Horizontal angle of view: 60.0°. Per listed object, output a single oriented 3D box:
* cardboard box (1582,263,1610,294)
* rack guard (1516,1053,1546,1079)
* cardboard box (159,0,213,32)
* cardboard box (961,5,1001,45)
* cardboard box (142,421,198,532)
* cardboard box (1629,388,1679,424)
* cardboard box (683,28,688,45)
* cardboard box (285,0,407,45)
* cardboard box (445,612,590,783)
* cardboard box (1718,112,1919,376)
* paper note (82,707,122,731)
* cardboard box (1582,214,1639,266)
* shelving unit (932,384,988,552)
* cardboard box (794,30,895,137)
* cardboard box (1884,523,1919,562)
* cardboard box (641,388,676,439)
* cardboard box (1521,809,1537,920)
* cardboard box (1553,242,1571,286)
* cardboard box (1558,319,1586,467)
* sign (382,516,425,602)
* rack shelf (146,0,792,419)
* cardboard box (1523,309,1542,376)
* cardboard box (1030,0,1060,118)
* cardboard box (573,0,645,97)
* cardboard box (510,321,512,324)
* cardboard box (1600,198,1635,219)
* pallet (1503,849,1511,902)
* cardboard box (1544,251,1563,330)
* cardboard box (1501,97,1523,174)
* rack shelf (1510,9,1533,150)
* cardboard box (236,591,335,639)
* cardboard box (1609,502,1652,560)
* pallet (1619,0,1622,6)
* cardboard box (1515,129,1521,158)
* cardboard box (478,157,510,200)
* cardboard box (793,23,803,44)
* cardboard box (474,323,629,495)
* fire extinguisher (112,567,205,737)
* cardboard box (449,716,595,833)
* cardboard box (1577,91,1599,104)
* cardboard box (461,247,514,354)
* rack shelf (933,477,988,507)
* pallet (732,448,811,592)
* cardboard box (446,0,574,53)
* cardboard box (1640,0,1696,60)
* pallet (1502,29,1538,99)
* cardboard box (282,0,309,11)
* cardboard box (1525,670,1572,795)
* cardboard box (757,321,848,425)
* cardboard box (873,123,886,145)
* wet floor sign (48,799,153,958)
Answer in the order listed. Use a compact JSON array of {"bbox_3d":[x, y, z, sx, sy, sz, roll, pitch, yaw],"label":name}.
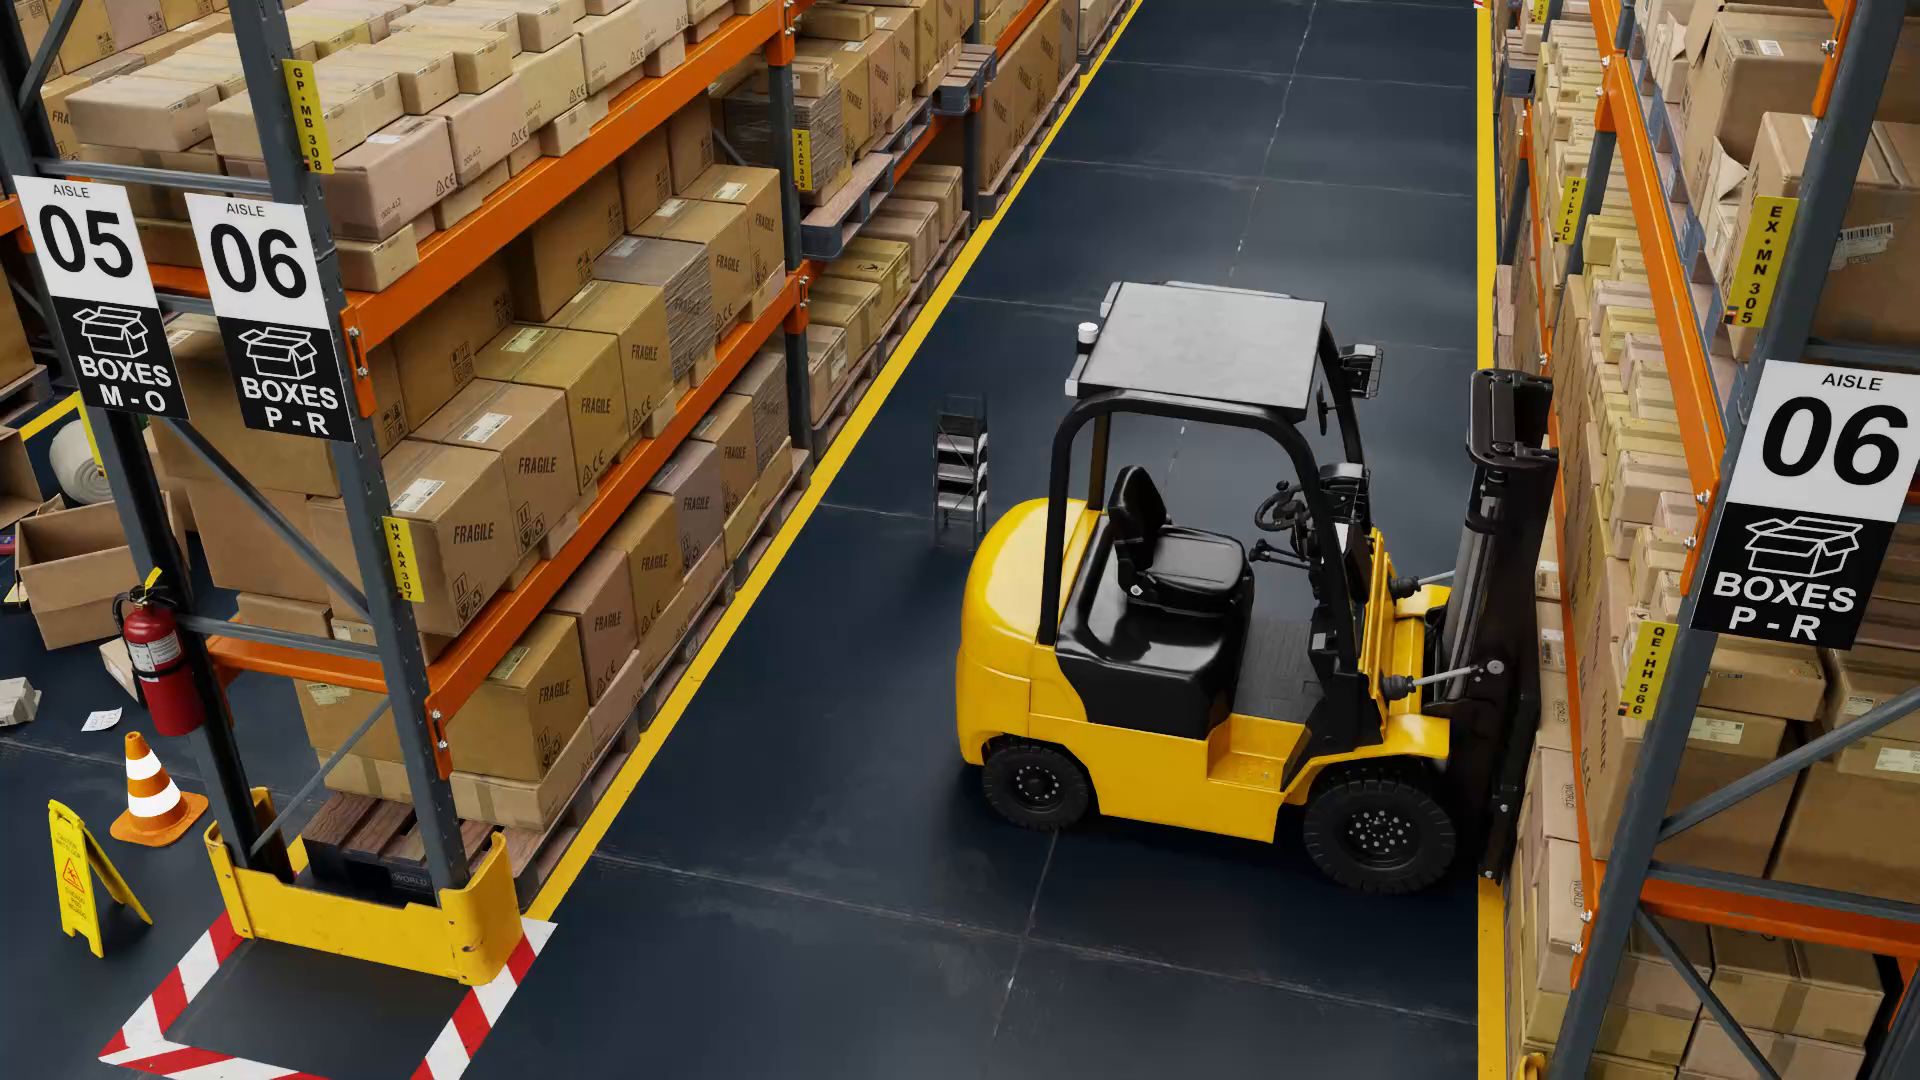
[{"bbox_3d":[3.099,-1.231,7.692,0.380,0.149,0.250,8,33,12],"label":"cardboard box"},{"bbox_3d":[2.413,2.099,5.483,1.175,0.500,0.348,8,33,12],"label":"rack guard"},{"bbox_3d":[-5.674,-3.853,11.490,0.700,0.500,0.500,8,33,12],"label":"cardboard box"},{"bbox_3d":[0.015,-3.950,12.808,0.500,0.250,0.500,7,33,12],"label":"cardboard box"},{"bbox_3d":[-4.157,-0.389,9.266,0.797,0.637,0.503,8,33,12],"label":"cardboard box"},{"bbox_3d":[2.690,-0.421,6.142,0.380,0.149,0.250,8,33,13],"label":"cardboard box"},{"bbox_3d":[-1.454,-2.292,7.498,0.380,0.149,0.250,7,33,11],"label":"cardboard box"},{"bbox_3d":[-2.250,-1.869,6.088,0.380,0.149,0.250,8,33,12],"label":"cardboard box"},{"bbox_3d":[-1.905,0.631,6.934,0.500,0.500,0.500,7,33,11],"label":"cardboard box"},{"bbox_3d":[2.296,-0.759,4.274,0.500,0.500,0.500,9,34,14],"label":"cardboard box"},{"bbox_3d":[-4.068,0.849,7.886,0.148,0.019,0.142,-3,33,-4],"label":"paper note"},{"bbox_3d":[3.067,-1.361,7.619,0.380,0.149,0.250,9,33,13],"label":"cardboard box"},{"bbox_3d":[0.002,-0.384,9.015,0.258,0.900,0.210,8,33,12],"label":"shelving unit"},{"bbox_3d":[-0.706,-2.782,10.068,0.500,0.500,0.500,8,33,12],"label":"cardboard box"},{"bbox_3d":[2.941,0.048,5.403,0.380,0.149,0.250,8,33,13],"label":"cardboard box"},{"bbox_3d":[-1.533,-0.609,7.646,0.380,0.149,0.250,8,33,13],"label":"cardboard box"},{"bbox_3d":[2.378,1.250,6.194,0.500,0.250,0.500,8,33,12],"label":"cardboard box"},{"bbox_3d":[3.312,-1.482,8.458,0.500,0.250,0.500,7,33,11],"label":"cardboard box"},{"bbox_3d":[2.953,-0.619,7.335,0.500,0.500,0.500,9,33,13],"label":"cardboard box"},{"bbox_3d":[-1.858,0.066,5.543,0.100,0.325,0.005,8,33,12],"label":"sign"},{"bbox_3d":[-1.875,-1.643,6.912,1.077,0.370,4.000,8,33,12],"label":"rack shelf"},{"bbox_3d":[3.760,-0.893,9.681,0.875,0.625,0.625,8,33,12],"label":"cardboard box"},{"bbox_3d":[0.361,-4.348,14.882,0.875,0.875,0.875,9,34,14],"label":"cardboard box"},{"bbox_3d":[-1.604,-1.990,6.651,0.500,0.250,0.500,9,33,13],"label":"cardboard box"},{"bbox_3d":[-2.103,-0.908,7.512,0.500,0.500,0.500,8,33,13],"label":"cardboard box"},{"bbox_3d":[3.306,-1.568,8.222,0.380,0.149,0.250,9,34,14],"label":"cardboard box"},{"bbox_3d":[2.885,1.175,7.206,1.003,0.211,1.213,8,33,12],"label":"pallet"},{"bbox_3d":[3.309,-1.278,8.604,0.500,0.250,0.500,9,33,13],"label":"cardboard box"},{"bbox_3d":[4.730,-3.293,13.573,0.500,0.500,0.500,7,33,11],"label":"cardboard box"},{"bbox_3d":[4.957,-3.854,13.187,1.077,0.370,4.000,8,33,12],"label":"rack shelf"},{"bbox_3d":[-2.495,0.240,6.310,0.380,0.149,0.250,9,34,14],"label":"cardboard box"},{"bbox_3d":[2.494,-0.038,5.815,0.380,0.149,0.250,7,33,11],"label":"cardboard box"},{"bbox_3d":[3.646,-2.689,8.066,0.805,0.209,1.217,7,33,10],"label":"pallet"},{"bbox_3d":[4.369,-2.953,12.433,0.380,0.149,0.250,6,33,10],"label":"cardboard box"},{"bbox_3d":[-1.865,-1.343,6.005,0.380,0.149,0.250,8,33,12],"label":"cardboard box"},{"bbox_3d":[-1.211,-2.858,10.189,0.500,0.500,0.500,9,34,14],"label":"cardboard box"},{"bbox_3d":[-1.738,-0.552,6.952,0.500,0.500,0.500,7,33,11],"label":"cardboard box"},{"bbox_3d":[-2.858,0.387,5.918,0.296,0.674,0.183,8,33,12],"label":"fire extinguisher"},{"bbox_3d":[-1.911,0.960,7.116,0.500,0.250,0.500,8,33,12],"label":"cardboard box"},{"bbox_3d":[3.794,-2.491,9.675,0.380,0.149,0.250,8,33,12],"label":"cardboard box"},{"bbox_3d":[-2.299,-1.067,6.830,0.700,0.500,0.500,8,33,12],"label":"cardboard box"},{"bbox_3d":[0.002,-0.280,9.081,0.258,0.077,0.200,8,33,12],"label":"rack shelf"},{"bbox_3d":[-1.504,-0.188,9.349,1.003,0.211,1.213,8,33,12],"label":"pallet"},{"bbox_3d":[-1.672,-1.936,6.194,0.380,0.149,0.250,9,34,14],"label":"cardboard box"},{"bbox_3d":[2.988,-2.093,6.549,0.500,0.311,0.500,9,33,13],"label":"cardboard box"},{"bbox_3d":[4.554,-3.400,11.982,1.213,0.211,1.003,8,33,12],"label":"pallet"},{"bbox_3d":[-5.149,-3.929,12.541,0.500,0.500,0.500,8,33,12],"label":"cardboard box"},{"bbox_3d":[2.477,0.782,6.463,0.500,0.250,0.500,8,33,13],"label":"cardboard box"},{"bbox_3d":[-1.237,-1.059,10.178,0.950,0.372,0.625,8,33,13],"label":"cardboard box"},{"bbox_3d":[-0.682,-2.575,10.347,0.380,0.149,0.250,8,33,13],"label":"cardboard box"},{"bbox_3d":[-3.466,1.304,6.597,0.267,0.644,0.232,20,38,29],"label":"wet floor sign"}]
